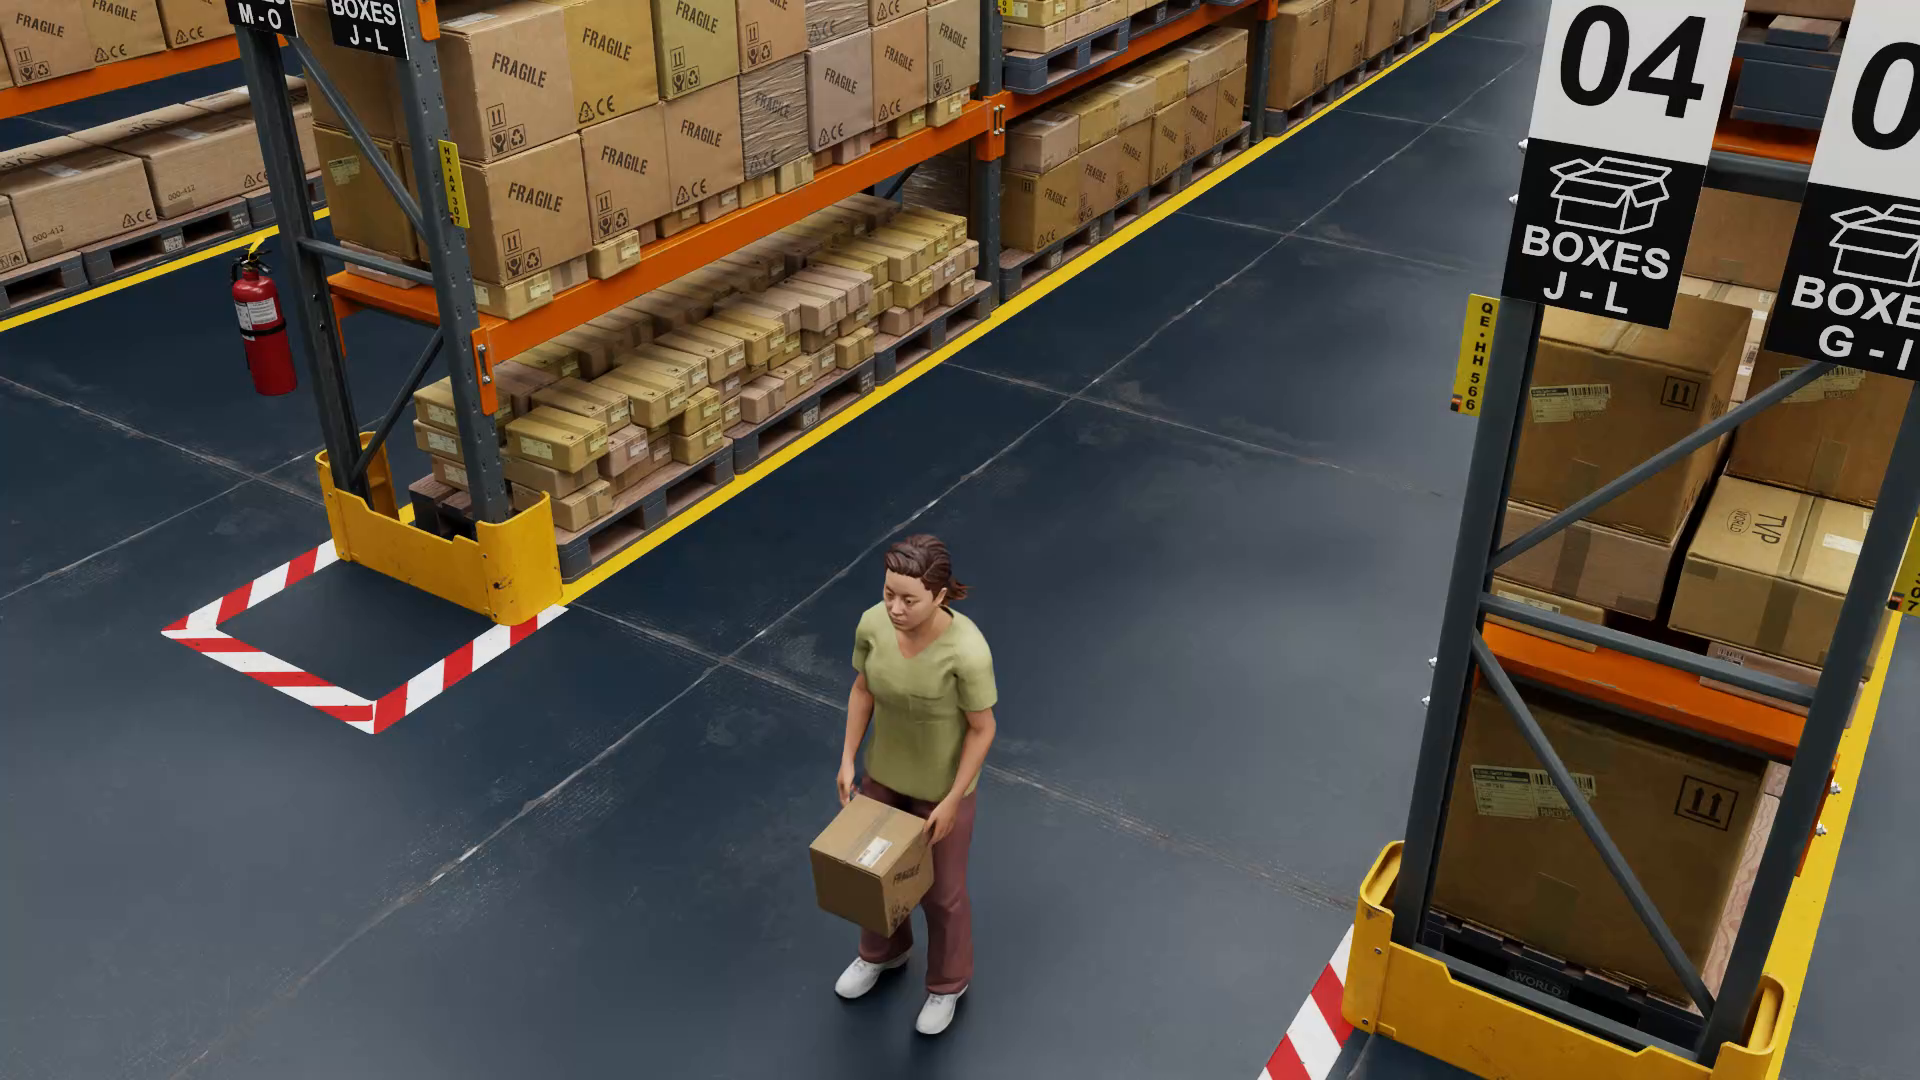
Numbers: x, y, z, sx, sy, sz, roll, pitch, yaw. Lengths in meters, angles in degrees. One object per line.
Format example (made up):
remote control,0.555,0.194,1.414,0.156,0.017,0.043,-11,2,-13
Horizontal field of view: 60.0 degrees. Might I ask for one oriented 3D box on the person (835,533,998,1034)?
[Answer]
person,-0.127,0.718,4.915,0.475,1.676,0.366,17,35,26
